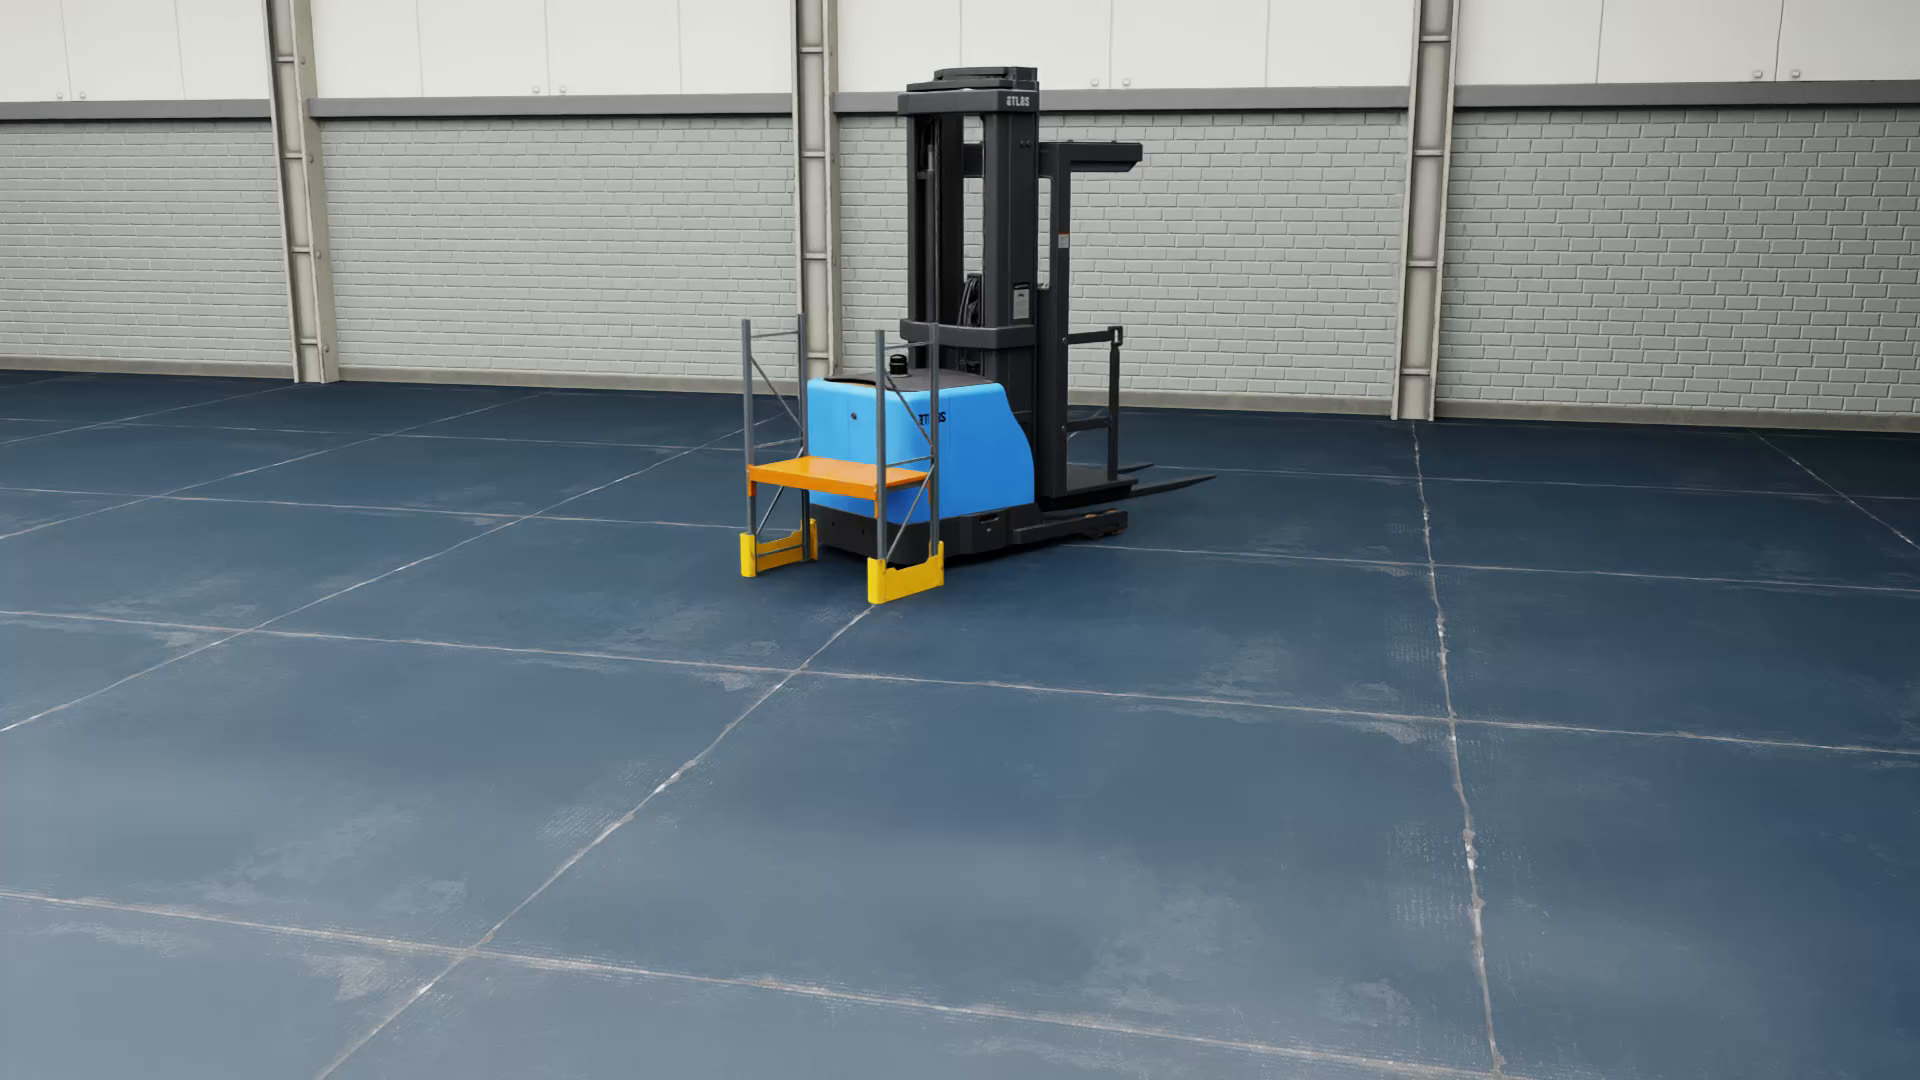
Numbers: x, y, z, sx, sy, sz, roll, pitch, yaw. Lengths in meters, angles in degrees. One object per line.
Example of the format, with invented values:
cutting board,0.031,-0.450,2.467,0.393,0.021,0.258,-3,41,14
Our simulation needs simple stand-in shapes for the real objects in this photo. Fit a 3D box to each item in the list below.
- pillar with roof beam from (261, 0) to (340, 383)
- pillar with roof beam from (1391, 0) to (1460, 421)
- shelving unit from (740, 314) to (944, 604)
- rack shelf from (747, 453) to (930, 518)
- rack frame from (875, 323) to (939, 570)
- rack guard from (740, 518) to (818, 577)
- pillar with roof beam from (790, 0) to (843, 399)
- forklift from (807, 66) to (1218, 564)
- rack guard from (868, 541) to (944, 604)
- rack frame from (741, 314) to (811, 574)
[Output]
pillar with roof beam,-8.316,-5.290,13.802,0.400,9.000,9.100,3,13,14
pillar with roof beam,3.334,-4.668,10.996,0.400,9.000,9.100,3,13,14
shelving unit,-0.690,-0.500,9.523,1.083,1.500,0.587,10,16,38
rack shelf,-0.683,-0.323,9.556,1.000,0.185,0.538,10,16,38
rack frame,-0.286,-0.430,9.207,0.032,1.500,0.500,10,16,38
rack guard,-1.079,0.043,9.961,0.087,0.250,0.587,10,16,38
pillar with roof beam,-2.491,-4.979,12.399,0.400,9.000,9.100,3,13,14
forklift,0.467,-1.510,10.771,3.031,2.935,1.130,-11,16,-40
rack guard,-0.301,0.178,9.355,0.087,0.250,0.587,10,16,38
rack frame,-1.080,-0.567,9.827,0.032,1.500,0.500,10,16,38
